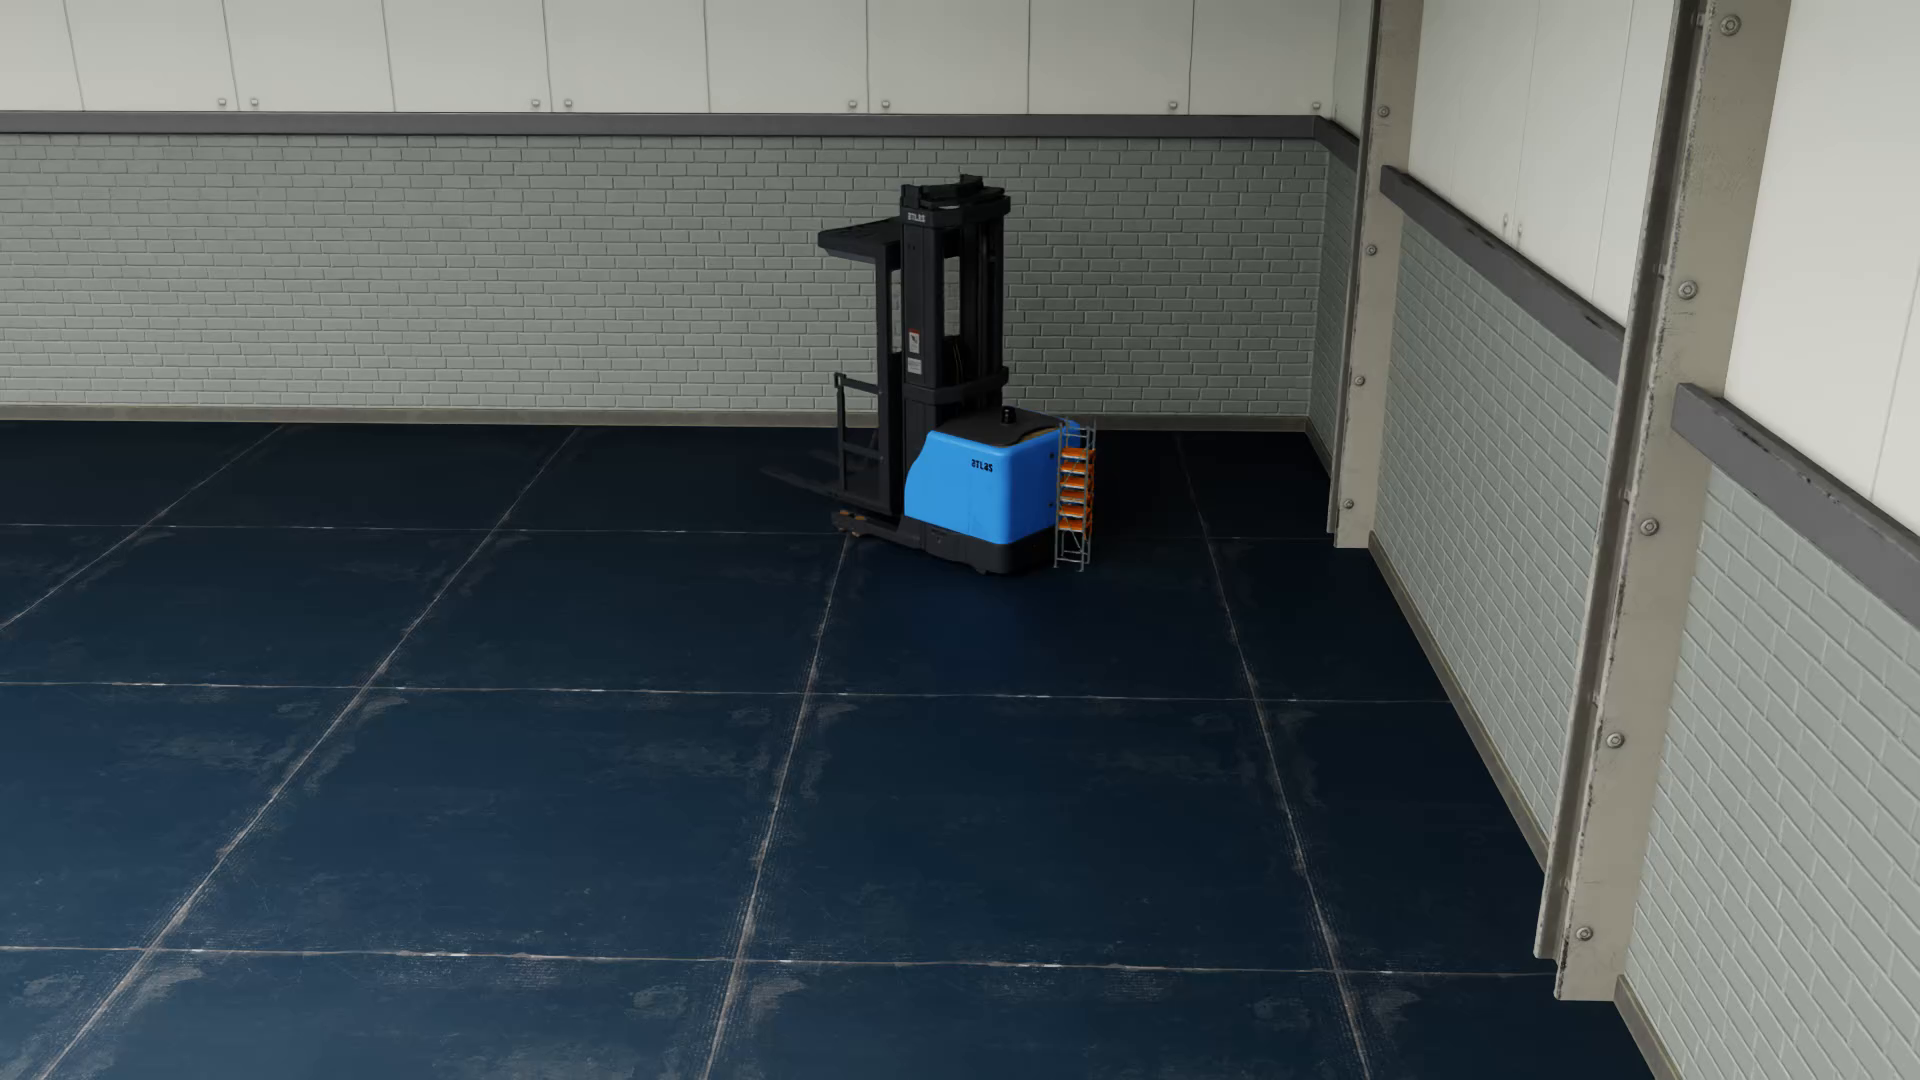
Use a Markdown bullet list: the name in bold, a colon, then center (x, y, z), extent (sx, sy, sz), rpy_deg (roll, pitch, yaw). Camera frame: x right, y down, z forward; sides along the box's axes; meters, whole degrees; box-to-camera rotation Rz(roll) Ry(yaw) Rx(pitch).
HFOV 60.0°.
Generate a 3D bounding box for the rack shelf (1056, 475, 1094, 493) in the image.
- **rack shelf**: center (0.905, -0.424, 13.040), extent (0.258, 0.103, 0.180), rpy_deg (8, 22, 18)

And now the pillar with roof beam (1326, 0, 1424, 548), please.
- **pillar with roof beam**: center (-1.064, -4.250, 12.336), extent (9.100, 9.000, 0.400), rpy_deg (1, 21, 2)

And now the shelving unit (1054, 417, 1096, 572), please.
- **shelving unit**: center (0.903, -0.353, 13.066), extent (0.258, 1.200, 0.189), rpy_deg (8, 22, 18)

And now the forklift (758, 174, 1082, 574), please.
- **forklift**: center (-0.450, -1.526, 13.704), extent (3.031, 2.935, 1.130), rpy_deg (18, 27, 38)

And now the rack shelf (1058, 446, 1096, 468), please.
- **rack shelf**: center (0.908, -0.649, 12.955), extent (0.258, 0.103, 0.180), rpy_deg (8, 22, 18)

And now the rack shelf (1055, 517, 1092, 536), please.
- **rack shelf**: center (0.899, -0.087, 13.166), extent (0.258, 0.103, 0.180), rpy_deg (8, 22, 18)

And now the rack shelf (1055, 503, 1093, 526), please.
- **rack shelf**: center (0.901, -0.200, 13.124), extent (0.258, 0.103, 0.180), rpy_deg (8, 22, 18)

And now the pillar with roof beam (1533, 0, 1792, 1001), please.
- **pillar with roof beam**: center (-1.247, -2.081, 6.745), extent (9.100, 9.000, 0.400), rpy_deg (1, 21, 2)

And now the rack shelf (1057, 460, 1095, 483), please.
- **rack shelf**: center (0.906, -0.536, 12.998), extent (0.258, 0.103, 0.180), rpy_deg (8, 22, 18)

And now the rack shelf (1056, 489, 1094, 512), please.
- **rack shelf**: center (0.903, -0.312, 13.082), extent (0.258, 0.103, 0.180), rpy_deg (8, 22, 18)

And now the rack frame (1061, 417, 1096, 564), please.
- **rack frame**: center (0.934, -0.383, 13.147), extent (0.240, 1.200, 0.006), rpy_deg (8, 22, 18)

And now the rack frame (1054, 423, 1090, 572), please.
- **rack frame**: center (0.873, -0.324, 12.986), extent (0.240, 1.200, 0.006), rpy_deg (8, 22, 18)
